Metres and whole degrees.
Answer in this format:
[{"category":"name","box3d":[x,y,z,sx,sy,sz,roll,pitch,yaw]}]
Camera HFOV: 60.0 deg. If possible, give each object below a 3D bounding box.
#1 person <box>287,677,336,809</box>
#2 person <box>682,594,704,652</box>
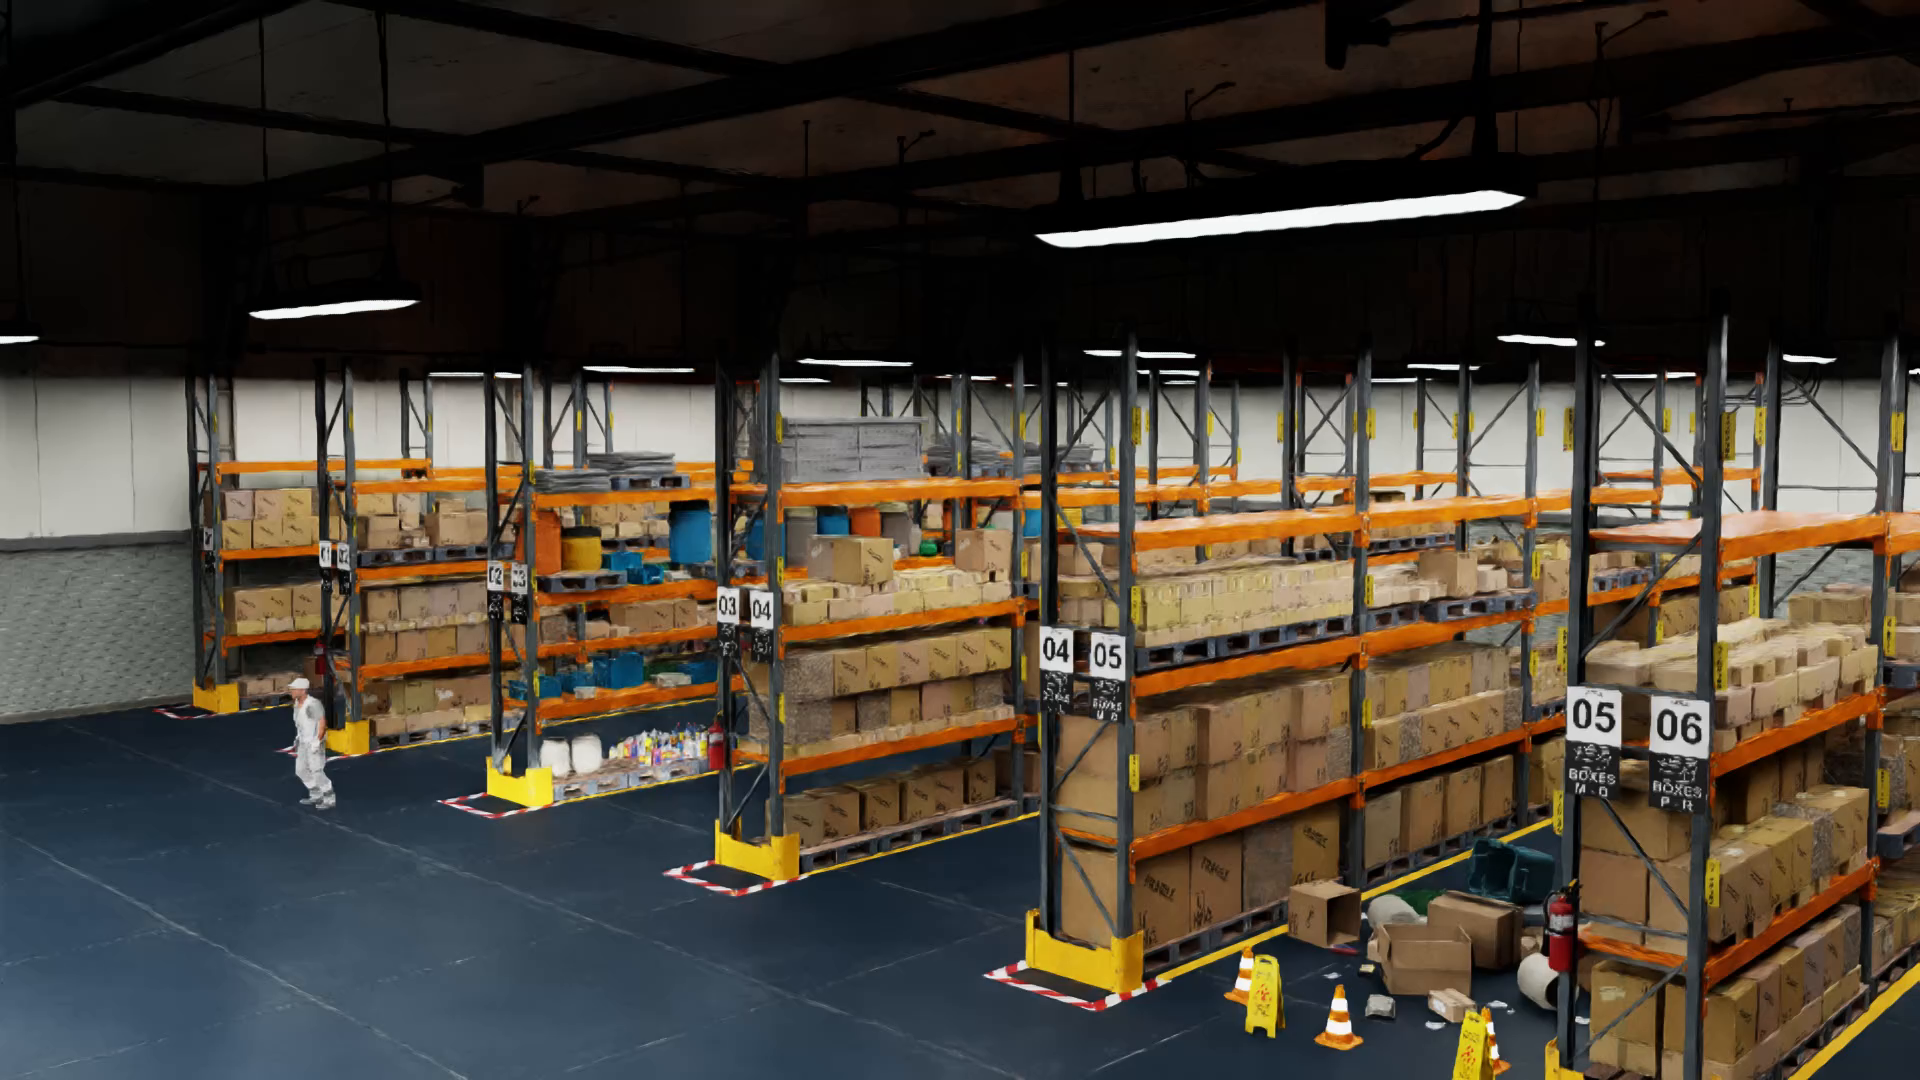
[{"category":"person","box3d":[-8.476,2.643,21.692,0.677,1.742,0.552,4,6,42]},{"category":"person","box3d":[-5.220,1.858,32.722,0.598,1.619,0.507,4,6,43]}]
